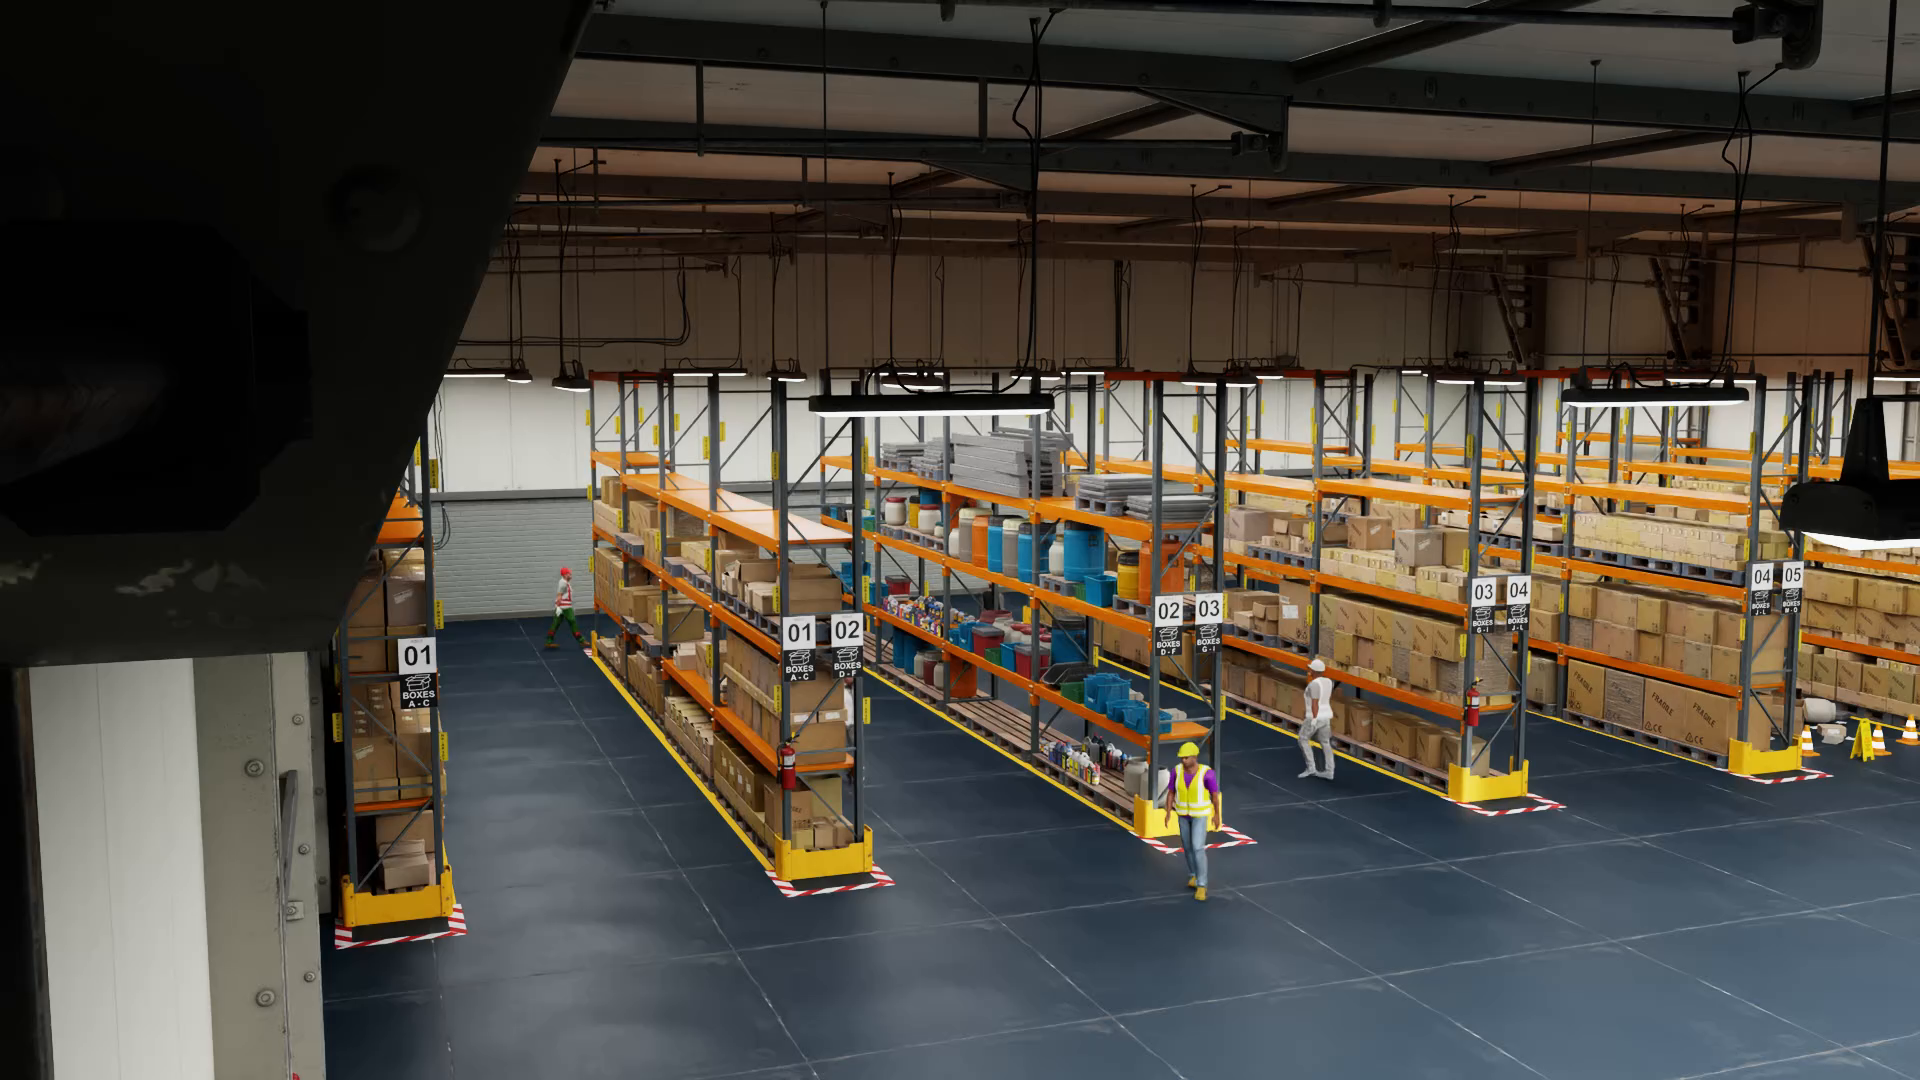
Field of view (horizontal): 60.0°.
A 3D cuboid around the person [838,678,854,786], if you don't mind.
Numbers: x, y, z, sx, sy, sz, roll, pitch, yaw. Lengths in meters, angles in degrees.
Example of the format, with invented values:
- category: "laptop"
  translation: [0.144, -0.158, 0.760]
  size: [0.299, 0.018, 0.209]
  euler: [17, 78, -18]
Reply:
- category: "person"
  translation: [-1.664, 2.725, 24.686]
  size: [0.612, 1.770, 0.768]
  euler: [-5, 8, -37]

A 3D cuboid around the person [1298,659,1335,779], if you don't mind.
- category: "person"
  translation: [5.374, 2.680, 24.844]
  size: [0.586, 1.791, 0.530]
  euler: [-5, 8, -40]

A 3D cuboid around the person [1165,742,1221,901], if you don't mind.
- category: "person"
  translation: [2.718, 3.270, 19.601]
  size: [0.654, 1.757, 0.737]
  euler: [4, 7, 32]

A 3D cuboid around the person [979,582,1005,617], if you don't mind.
- category: "person"
  translation: [0.647, 1.664, 34.162]
  size: [0.578, 1.718, 0.511]
  euler: [3, 7, 27]

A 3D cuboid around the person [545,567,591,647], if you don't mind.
- category: "person"
  translation: [-8.485, 1.437, 35.917]
  size: [1.010, 1.722, 0.513]
  euler: [-4, 7, -30]
